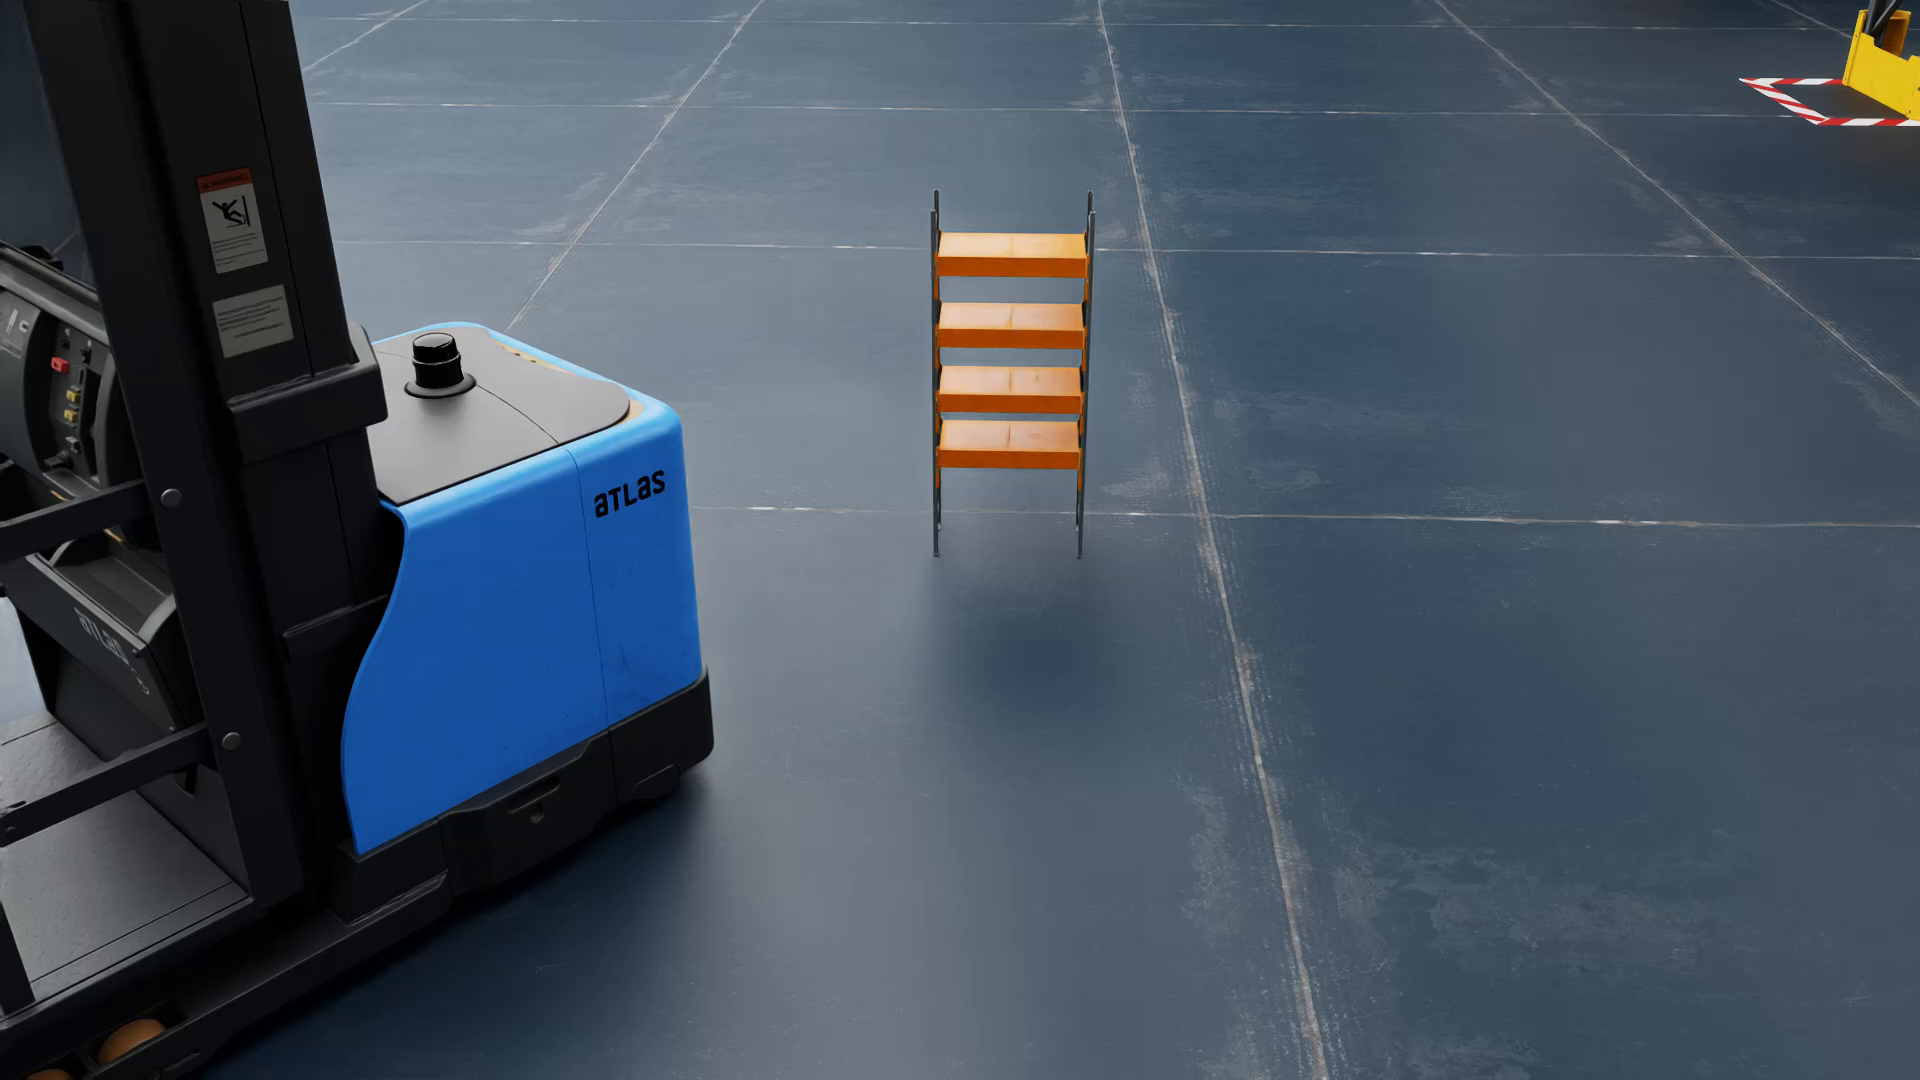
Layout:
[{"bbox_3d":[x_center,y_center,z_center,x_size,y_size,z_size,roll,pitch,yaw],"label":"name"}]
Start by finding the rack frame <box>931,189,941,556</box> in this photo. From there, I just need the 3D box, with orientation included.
[{"bbox_3d":[-0.078,-0.531,5.471,0.015,1.200,0.240,1,28,2],"label":"rack frame"}]

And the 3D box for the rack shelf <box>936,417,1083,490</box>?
[{"bbox_3d":[0.165,-0.293,5.588,0.480,0.148,0.258,1,28,2],"label":"rack shelf"}]

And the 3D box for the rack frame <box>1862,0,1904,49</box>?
[{"bbox_3d":[6.404,-4.350,10.753,0.127,3.000,1.000,1,28,2],"label":"rack frame"}]

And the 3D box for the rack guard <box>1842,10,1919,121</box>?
[{"bbox_3d":[6.480,-3.244,11.336,0.348,0.500,1.175,1,28,2],"label":"rack guard"}]

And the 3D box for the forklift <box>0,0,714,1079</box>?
[{"bbox_3d":[-2.036,-0.313,3.211,1.130,2.935,3.031,23,36,37],"label":"forklift"}]

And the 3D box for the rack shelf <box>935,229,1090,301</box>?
[{"bbox_3d":[0.165,-0.875,5.280,0.480,0.148,0.258,1,28,2],"label":"rack shelf"}]

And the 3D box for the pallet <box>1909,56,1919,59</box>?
[{"bbox_3d":[7.290,-3.087,11.347,1.213,0.211,1.003,1,28,2],"label":"pallet"}]

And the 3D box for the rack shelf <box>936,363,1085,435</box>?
[{"bbox_3d":[0.165,-0.468,5.495,0.480,0.148,0.258,1,28,2],"label":"rack shelf"}]

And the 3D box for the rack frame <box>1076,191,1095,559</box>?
[{"bbox_3d":[0.409,-0.523,5.456,0.015,1.200,0.240,1,28,2],"label":"rack frame"}]

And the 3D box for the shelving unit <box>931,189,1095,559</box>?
[{"bbox_3d":[0.165,-0.527,5.464,0.503,1.200,0.258,1,28,2],"label":"shelving unit"}]

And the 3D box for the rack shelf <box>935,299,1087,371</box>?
[{"bbox_3d":[0.165,-0.666,5.391,0.480,0.148,0.258,1,28,2],"label":"rack shelf"}]
